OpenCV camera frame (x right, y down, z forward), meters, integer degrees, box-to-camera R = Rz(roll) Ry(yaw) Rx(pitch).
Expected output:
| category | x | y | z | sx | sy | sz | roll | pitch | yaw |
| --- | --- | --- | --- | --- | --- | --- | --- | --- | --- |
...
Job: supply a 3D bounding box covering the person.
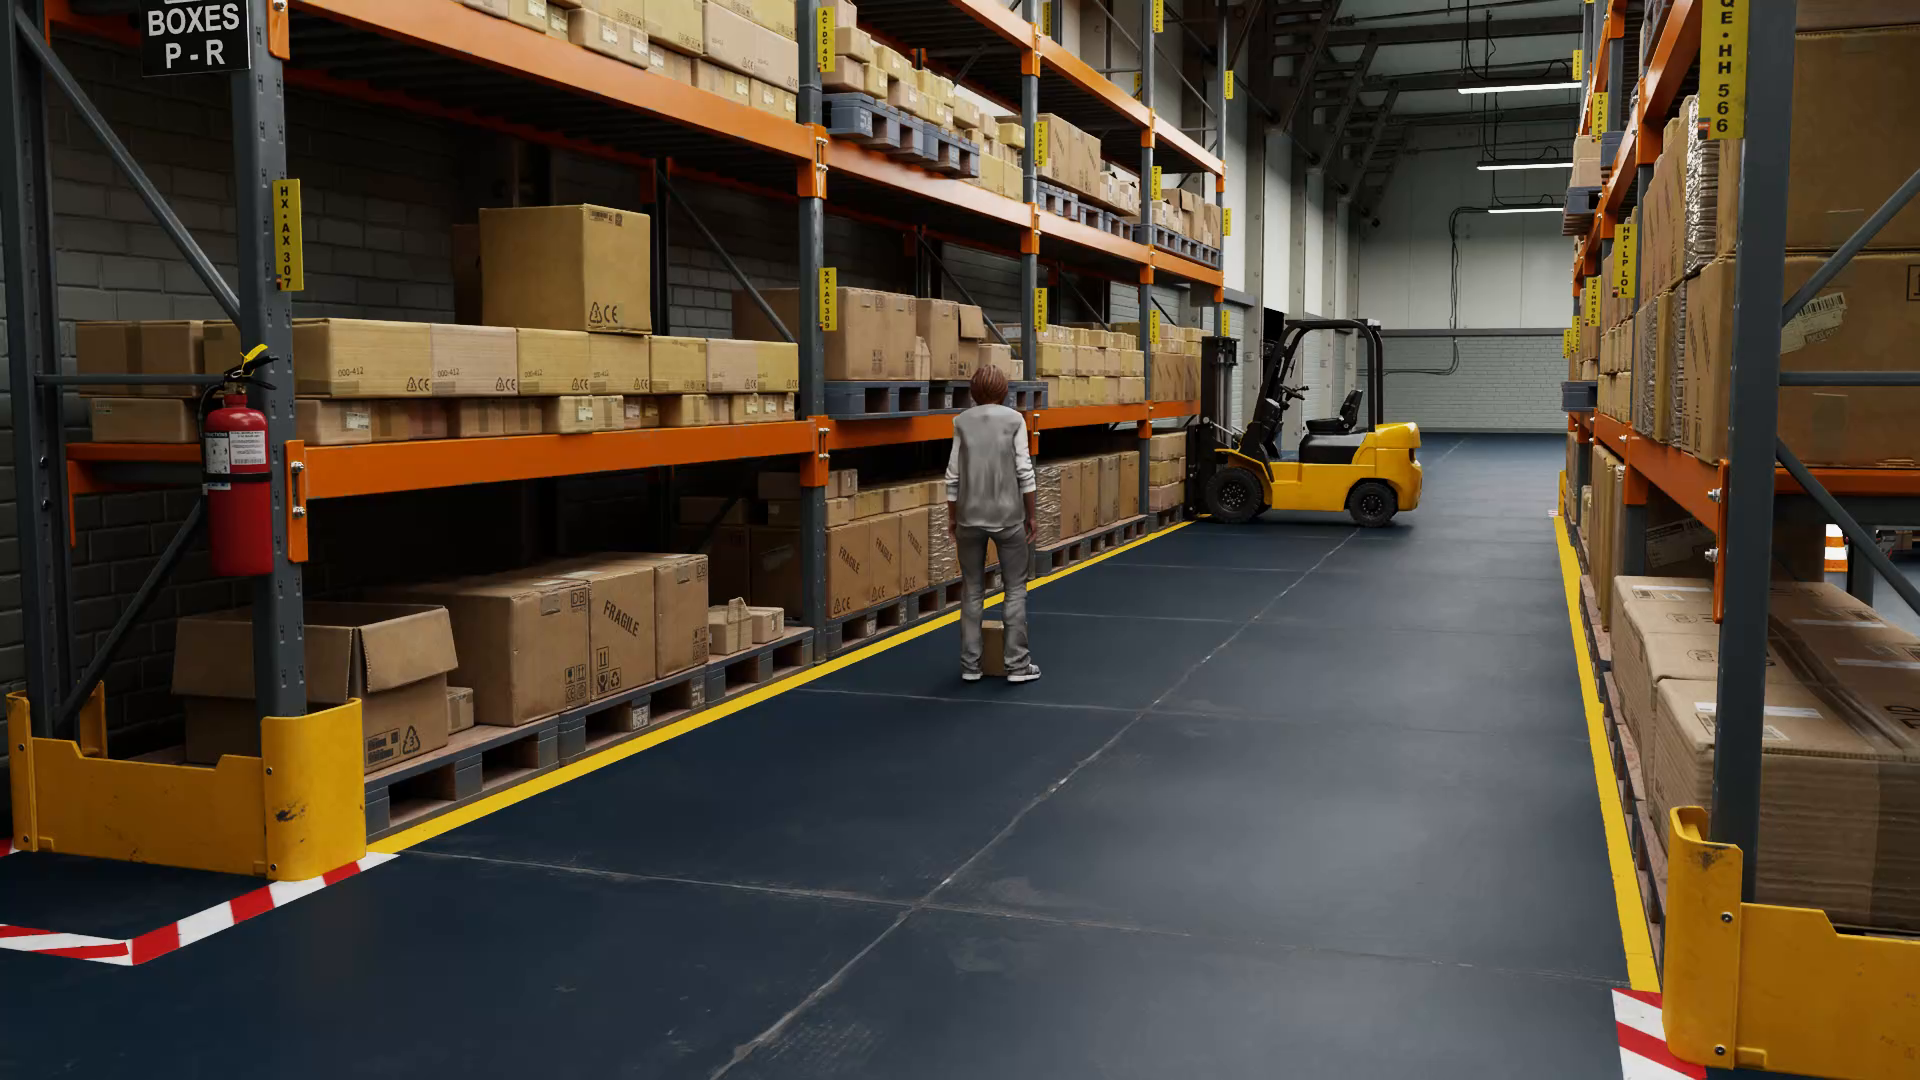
| category | x | y | z | sx | sy | sz | roll | pitch | yaw |
| --- | --- | --- | --- | --- | --- | --- | --- | --- | --- |
| person | 0.157 | -0.082 | 8.339 | 0.469 | 1.589 | 0.350 | 1 | 6 | 12 |
